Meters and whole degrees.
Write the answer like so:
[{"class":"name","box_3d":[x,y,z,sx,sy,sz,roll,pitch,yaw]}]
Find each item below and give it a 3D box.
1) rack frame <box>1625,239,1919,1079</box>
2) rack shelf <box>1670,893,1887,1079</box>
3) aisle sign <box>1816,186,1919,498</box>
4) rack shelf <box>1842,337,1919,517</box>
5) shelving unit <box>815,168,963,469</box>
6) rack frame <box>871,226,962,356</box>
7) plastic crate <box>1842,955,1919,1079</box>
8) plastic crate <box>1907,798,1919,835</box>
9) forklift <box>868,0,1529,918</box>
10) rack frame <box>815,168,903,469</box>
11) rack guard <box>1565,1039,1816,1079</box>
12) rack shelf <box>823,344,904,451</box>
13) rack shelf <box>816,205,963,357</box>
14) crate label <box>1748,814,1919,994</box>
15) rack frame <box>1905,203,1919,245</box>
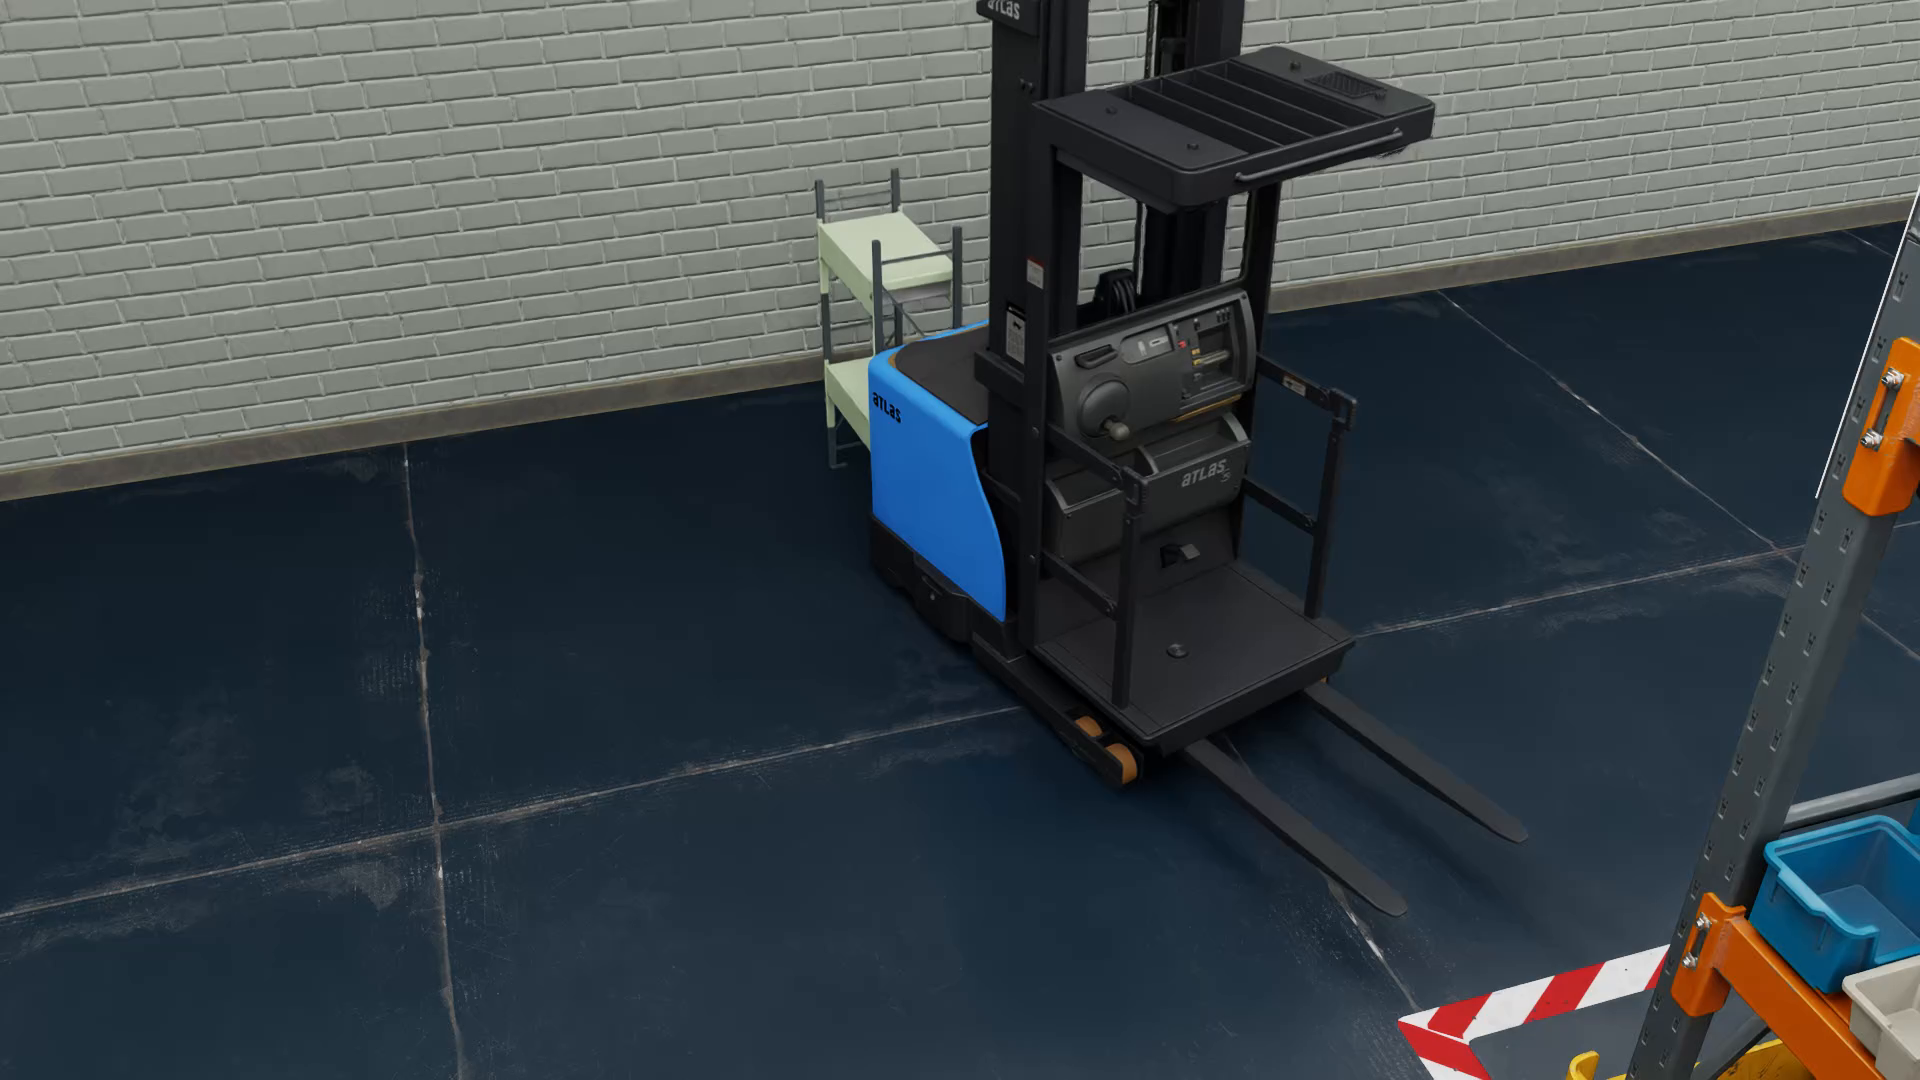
[{"class":"rack frame","box_3d":[2.305,0.622,4.088,1.000,3.000,0.127,-10,35,-15]},{"class":"rack shelf","box_3d":[2.915,1.972,2.698,1.077,0.370,4.000,-10,35,-15]},{"class":"aisle sign","box_3d":[2.000,-0.451,3.353,0.394,0.787,0.004,-10,35,-15]},{"class":"rack shelf","box_3d":[2.915,0.720,1.871,1.077,0.370,4.000,-10,35,-15]},{"class":"shelving unit","box_3d":[-0.323,-0.843,7.666,0.431,1.500,0.755,-13,36,-19]},{"class":"rack frame","box_3d":[-0.180,-0.657,7.384,0.400,1.500,0.023,-13,36,-19]},{"class":"plastic crate","box_3d":[2.086,1.074,3.589,0.250,0.136,0.298,-10,35,-15]},{"class":"plastic crate","box_3d":[2.585,0.726,3.843,0.616,0.435,0.499,-10,35,-15]},{"class":"forklift","box_3d":[0.847,-0.586,5.979,1.130,2.935,3.031,-21,39,-28]},{"class":"rack frame","box_3d":[-0.465,-1.029,7.947,0.400,1.500,0.023,-13,36,-19]},{"class":"rack guard","box_3d":[2.285,1.654,4.793,1.175,0.500,0.348,-10,35,-15]},{"class":"rack shelf","box_3d":[-0.323,-0.571,7.845,0.431,0.370,0.720,-13,36,-19]},{"class":"rack shelf","box_3d":[-0.323,-1.169,7.450,0.431,0.370,0.720,-13,36,-19]},{"class":"crate label","box_3d":[2.067,0.852,3.838,0.416,0.233,0.303,-10,35,-15]},{"class":"rack frame","box_3d":[2.305,-1.881,2.434,1.000,3.000,0.127,-10,35,-15]}]
